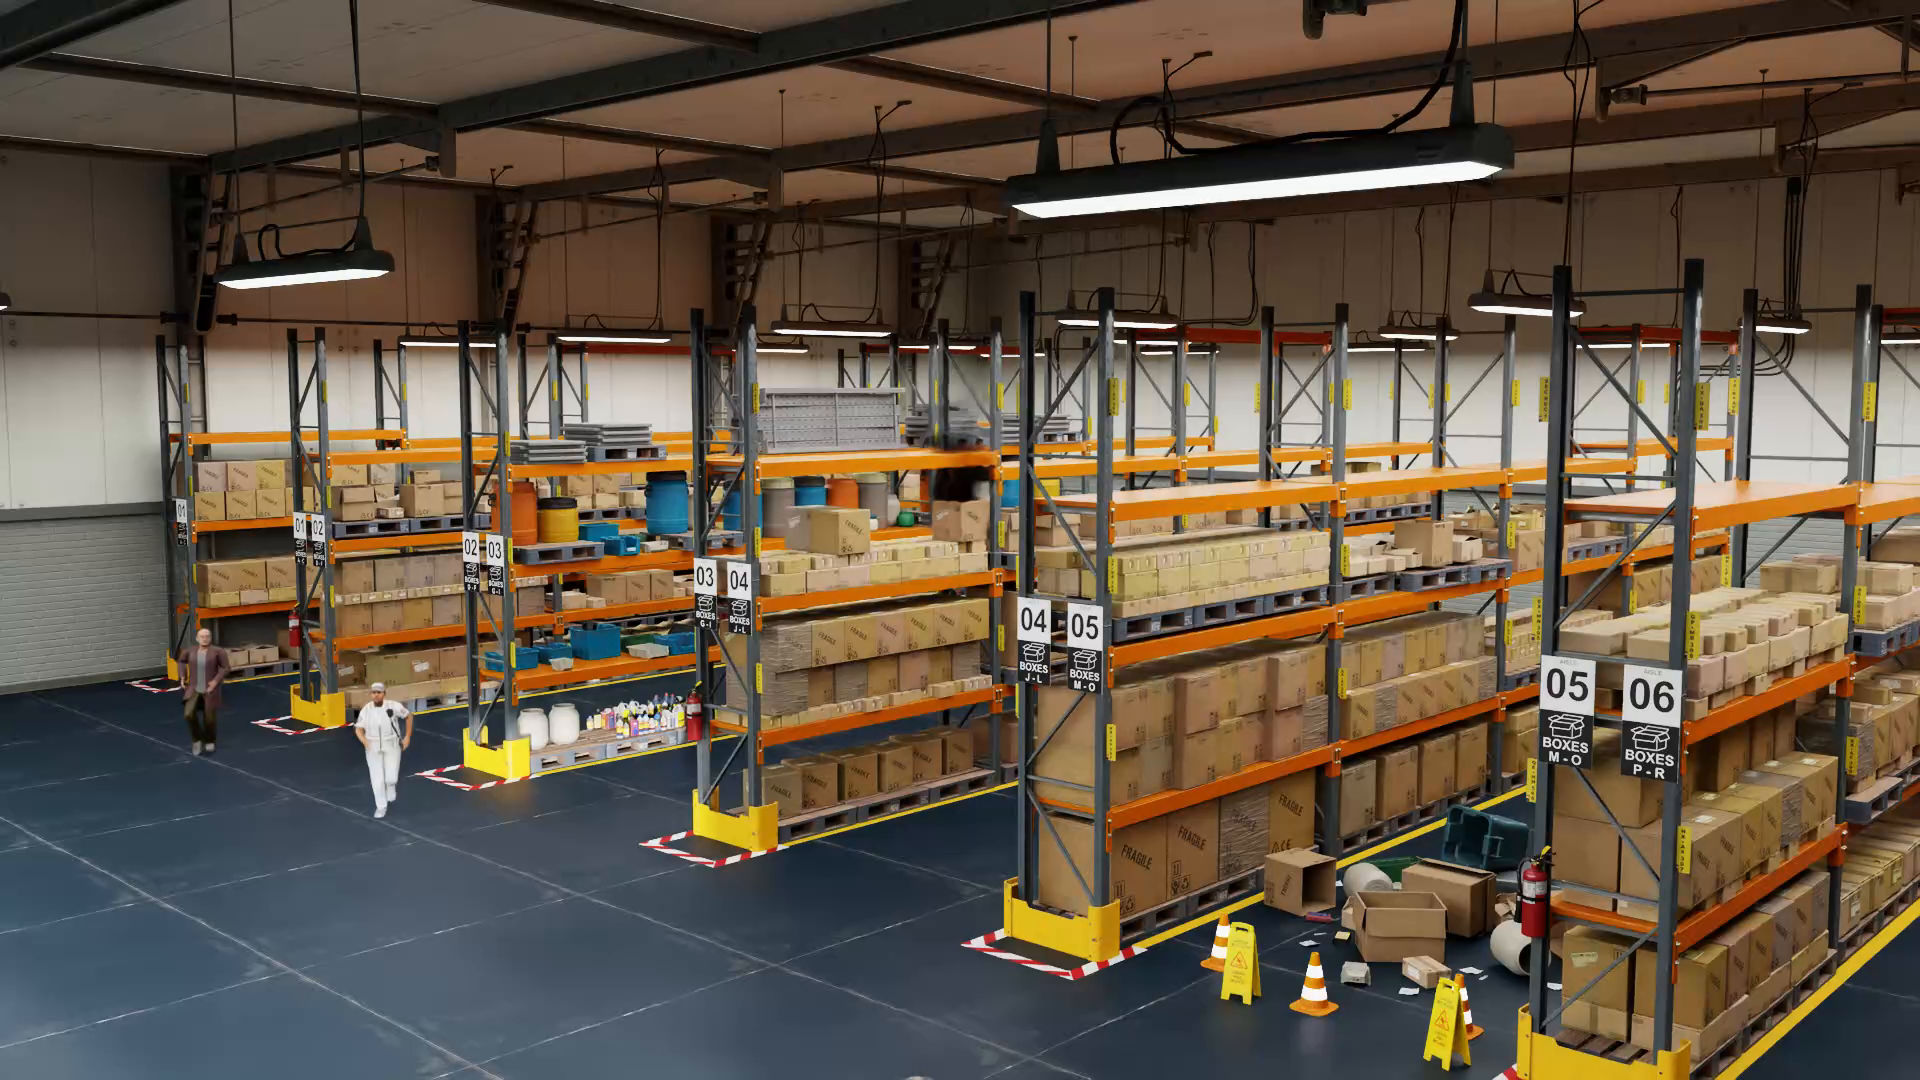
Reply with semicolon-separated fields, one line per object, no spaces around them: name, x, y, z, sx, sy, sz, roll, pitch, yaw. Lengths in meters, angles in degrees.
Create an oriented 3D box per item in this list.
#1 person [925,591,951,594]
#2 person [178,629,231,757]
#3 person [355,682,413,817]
person;-0.428;1.277;32.137;0.683;1.746;0.730;4;7;35
person;-10.555;2.120;23.199;0.726;1.772;0.675;-1;6;-13
person;-6.875;2.502;19.840;0.637;1.629;0.617;-1;5;-11
